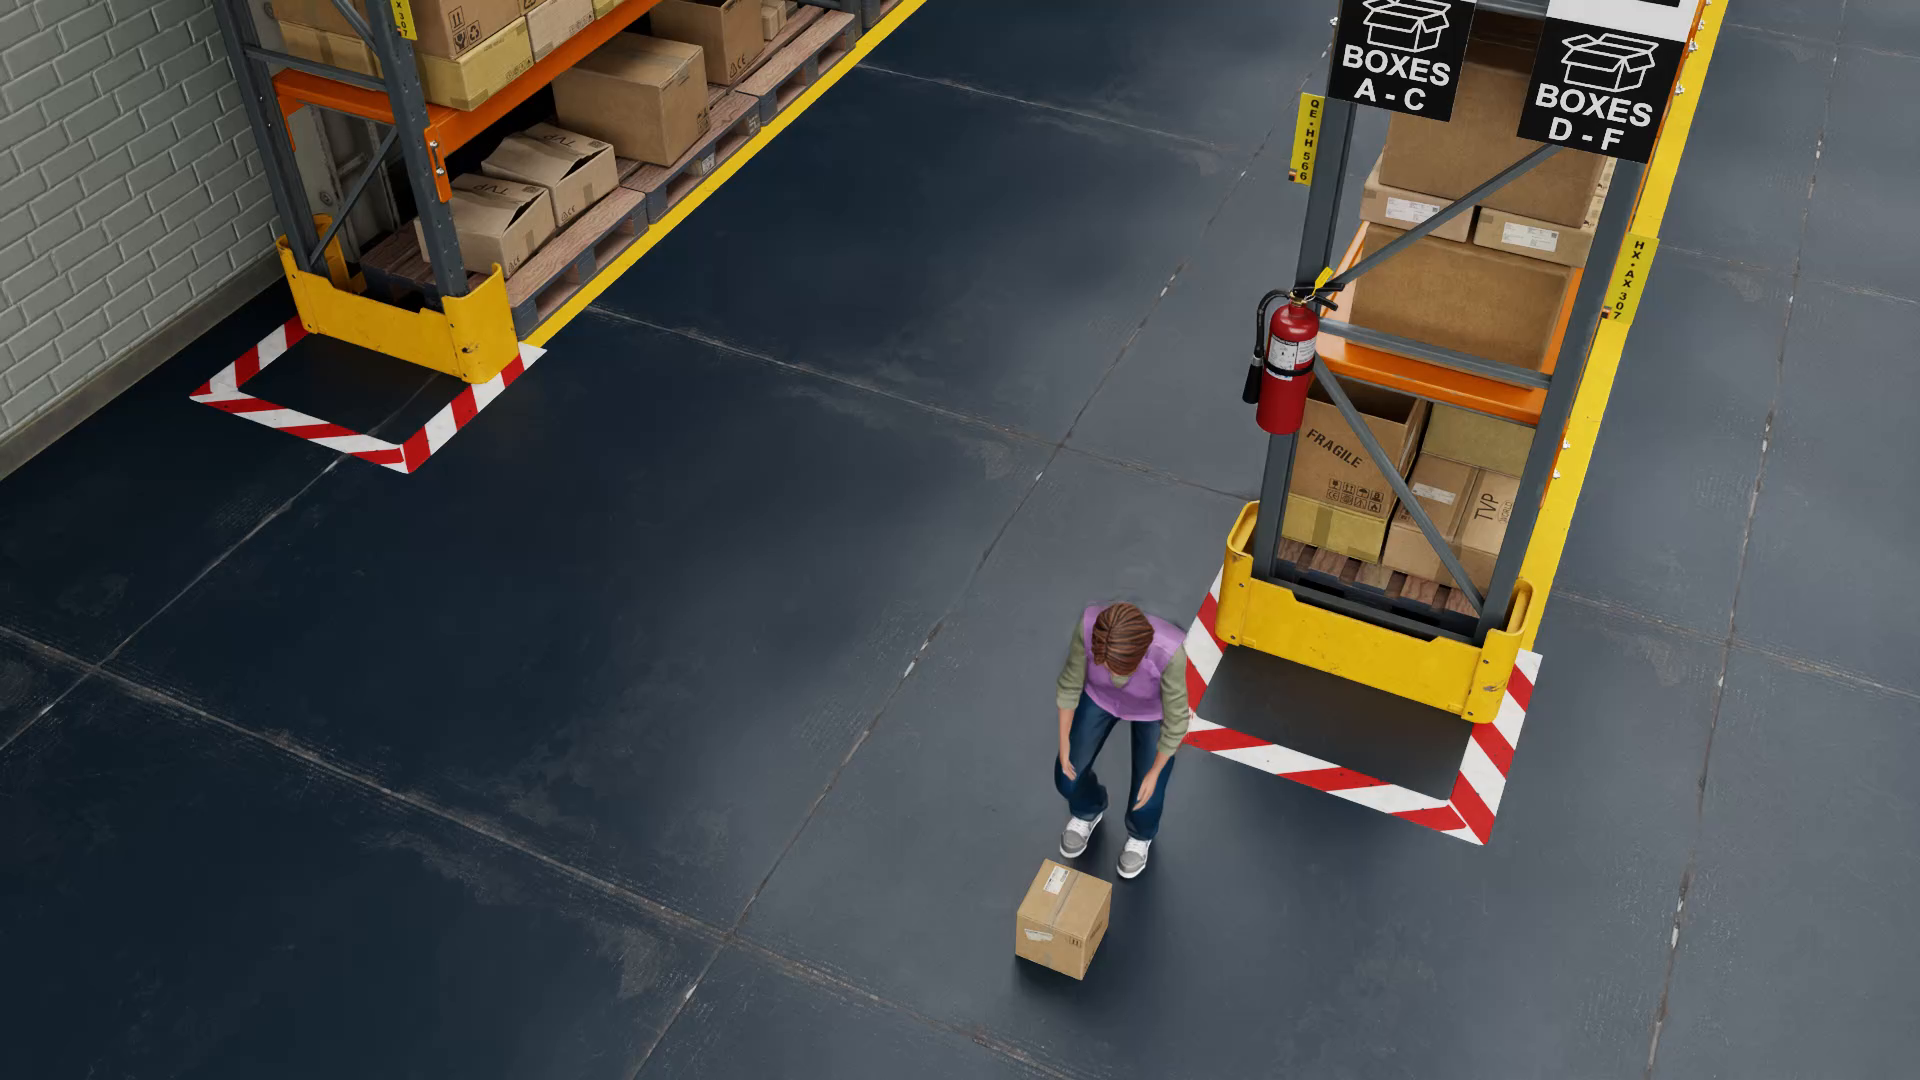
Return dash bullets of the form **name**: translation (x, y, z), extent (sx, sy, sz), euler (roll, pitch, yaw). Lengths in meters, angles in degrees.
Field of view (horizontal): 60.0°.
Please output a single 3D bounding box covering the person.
- **person**: translation (0.565, 0.637, 5.639), extent (0.458, 1.385, 0.581), euler (18, 46, 19)
